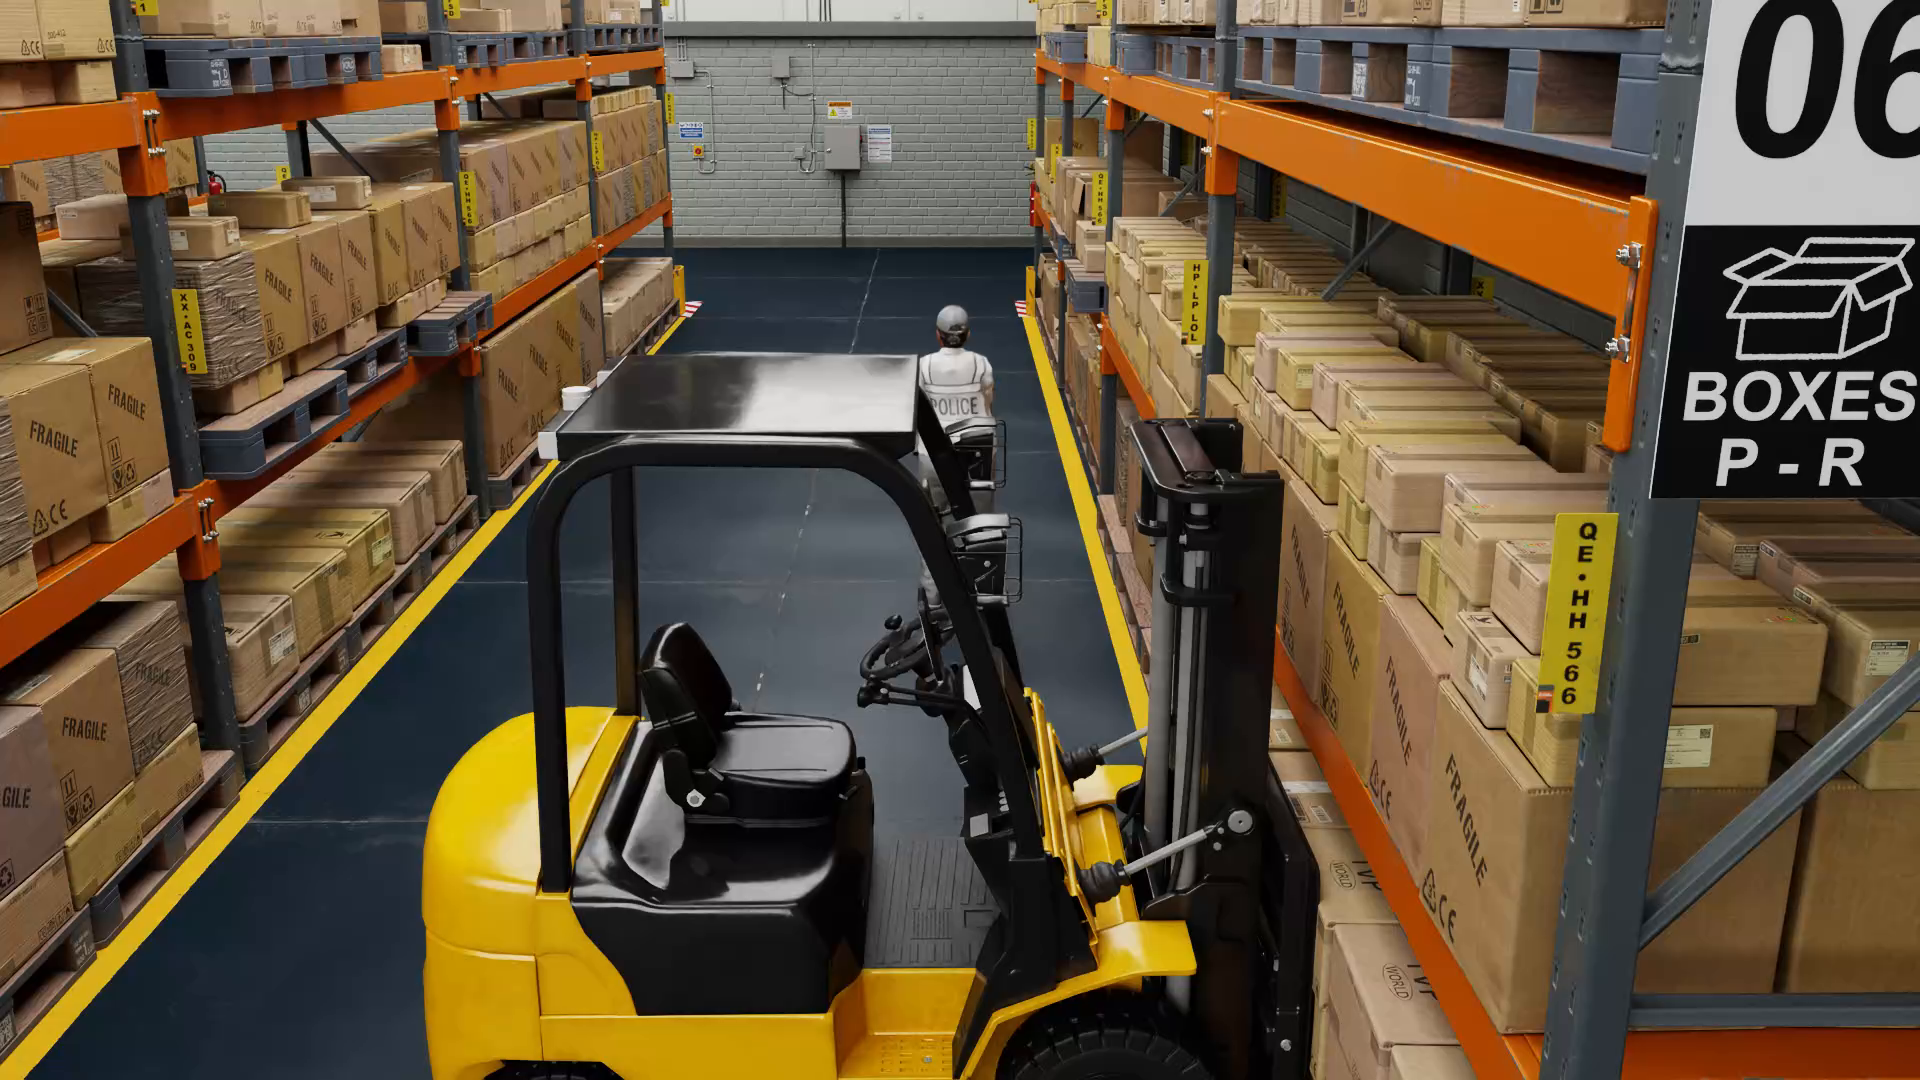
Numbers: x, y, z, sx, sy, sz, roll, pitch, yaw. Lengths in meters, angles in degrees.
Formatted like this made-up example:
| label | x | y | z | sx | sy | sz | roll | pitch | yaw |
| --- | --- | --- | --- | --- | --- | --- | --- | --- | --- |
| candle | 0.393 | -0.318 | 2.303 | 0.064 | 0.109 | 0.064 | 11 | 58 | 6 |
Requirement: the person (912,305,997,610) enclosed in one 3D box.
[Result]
| label | x | y | z | sx | sy | sz | roll | pitch | yaw |
| --- | --- | --- | --- | --- | --- | --- | --- | --- | --- |
| person | -0.029 | -0.448 | 9.007 | 0.452 | 1.661 | 0.552 | 0 | 17 | 0 |
